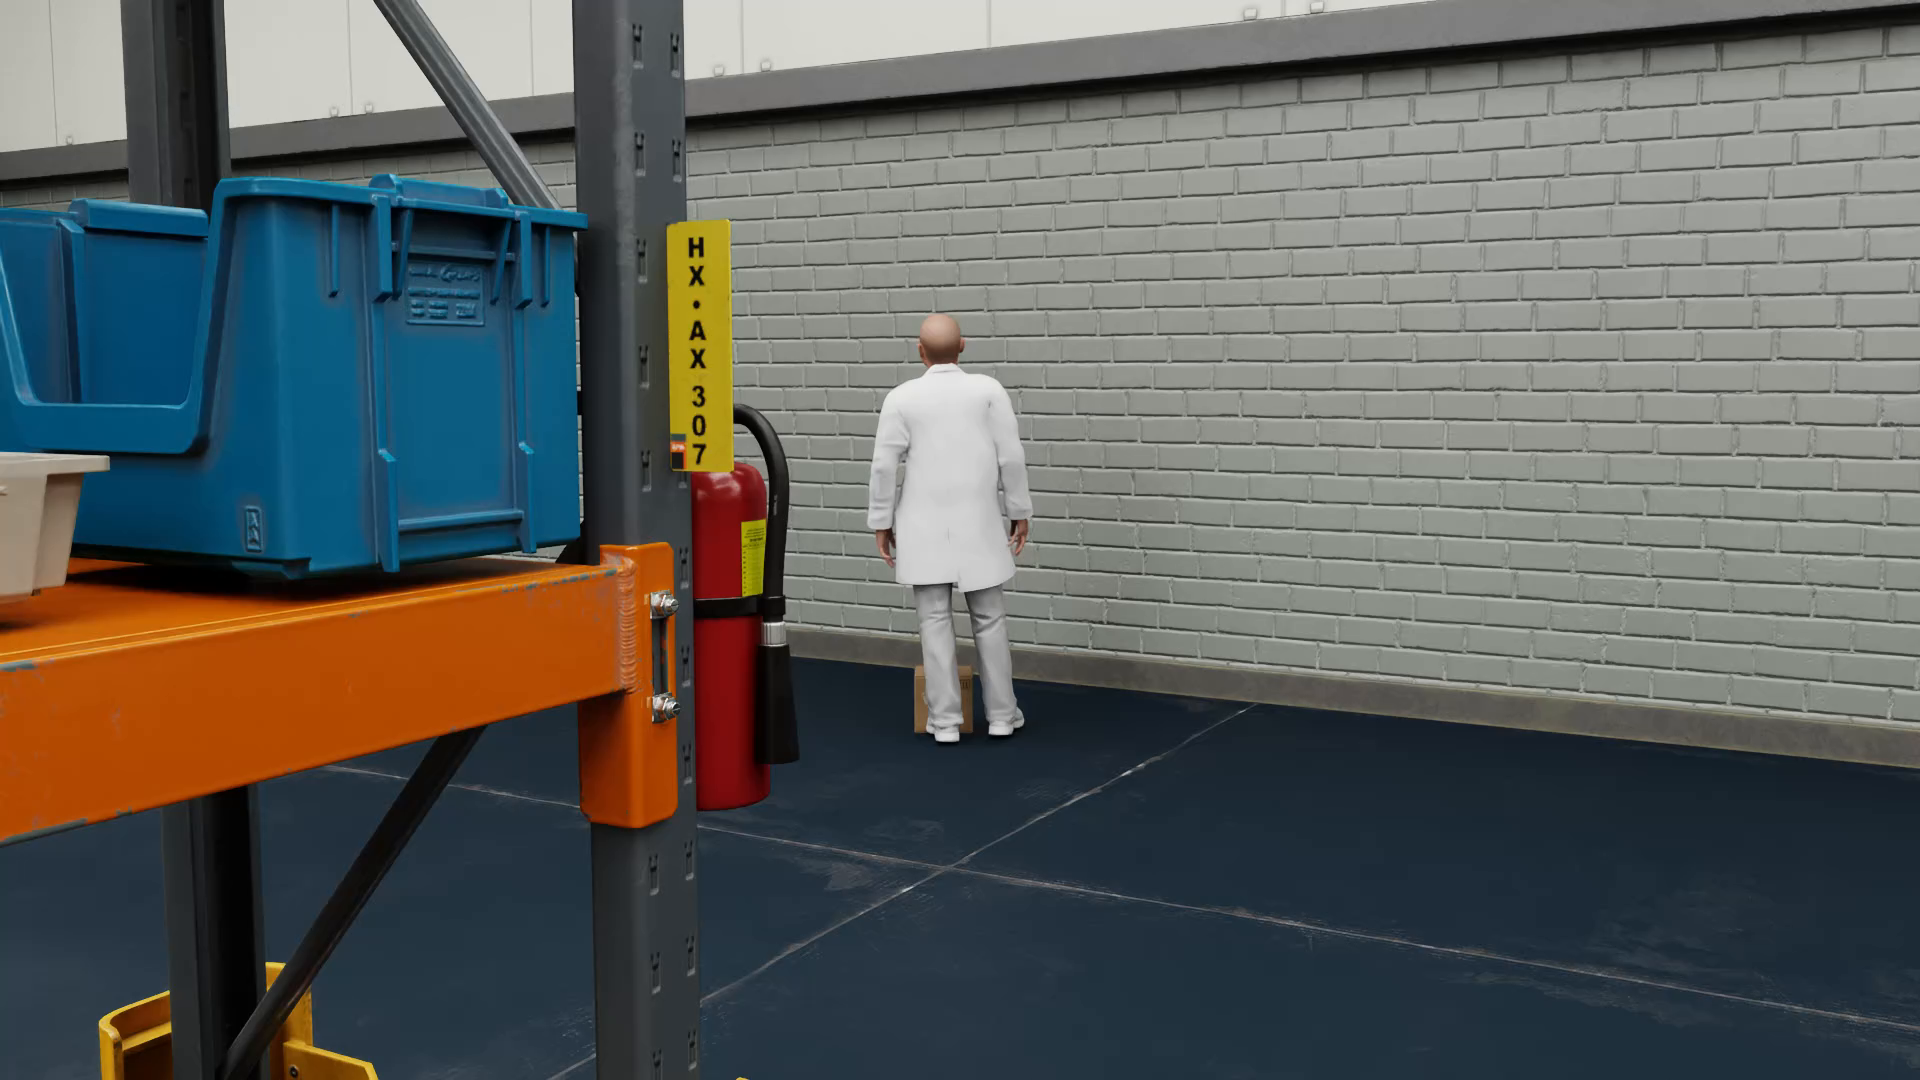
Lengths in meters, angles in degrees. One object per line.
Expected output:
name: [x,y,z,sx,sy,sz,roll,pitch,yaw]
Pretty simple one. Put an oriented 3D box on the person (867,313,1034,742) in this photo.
person: [-0.040,-0.053,7.005,0.694,1.776,0.582,0,6,0]
